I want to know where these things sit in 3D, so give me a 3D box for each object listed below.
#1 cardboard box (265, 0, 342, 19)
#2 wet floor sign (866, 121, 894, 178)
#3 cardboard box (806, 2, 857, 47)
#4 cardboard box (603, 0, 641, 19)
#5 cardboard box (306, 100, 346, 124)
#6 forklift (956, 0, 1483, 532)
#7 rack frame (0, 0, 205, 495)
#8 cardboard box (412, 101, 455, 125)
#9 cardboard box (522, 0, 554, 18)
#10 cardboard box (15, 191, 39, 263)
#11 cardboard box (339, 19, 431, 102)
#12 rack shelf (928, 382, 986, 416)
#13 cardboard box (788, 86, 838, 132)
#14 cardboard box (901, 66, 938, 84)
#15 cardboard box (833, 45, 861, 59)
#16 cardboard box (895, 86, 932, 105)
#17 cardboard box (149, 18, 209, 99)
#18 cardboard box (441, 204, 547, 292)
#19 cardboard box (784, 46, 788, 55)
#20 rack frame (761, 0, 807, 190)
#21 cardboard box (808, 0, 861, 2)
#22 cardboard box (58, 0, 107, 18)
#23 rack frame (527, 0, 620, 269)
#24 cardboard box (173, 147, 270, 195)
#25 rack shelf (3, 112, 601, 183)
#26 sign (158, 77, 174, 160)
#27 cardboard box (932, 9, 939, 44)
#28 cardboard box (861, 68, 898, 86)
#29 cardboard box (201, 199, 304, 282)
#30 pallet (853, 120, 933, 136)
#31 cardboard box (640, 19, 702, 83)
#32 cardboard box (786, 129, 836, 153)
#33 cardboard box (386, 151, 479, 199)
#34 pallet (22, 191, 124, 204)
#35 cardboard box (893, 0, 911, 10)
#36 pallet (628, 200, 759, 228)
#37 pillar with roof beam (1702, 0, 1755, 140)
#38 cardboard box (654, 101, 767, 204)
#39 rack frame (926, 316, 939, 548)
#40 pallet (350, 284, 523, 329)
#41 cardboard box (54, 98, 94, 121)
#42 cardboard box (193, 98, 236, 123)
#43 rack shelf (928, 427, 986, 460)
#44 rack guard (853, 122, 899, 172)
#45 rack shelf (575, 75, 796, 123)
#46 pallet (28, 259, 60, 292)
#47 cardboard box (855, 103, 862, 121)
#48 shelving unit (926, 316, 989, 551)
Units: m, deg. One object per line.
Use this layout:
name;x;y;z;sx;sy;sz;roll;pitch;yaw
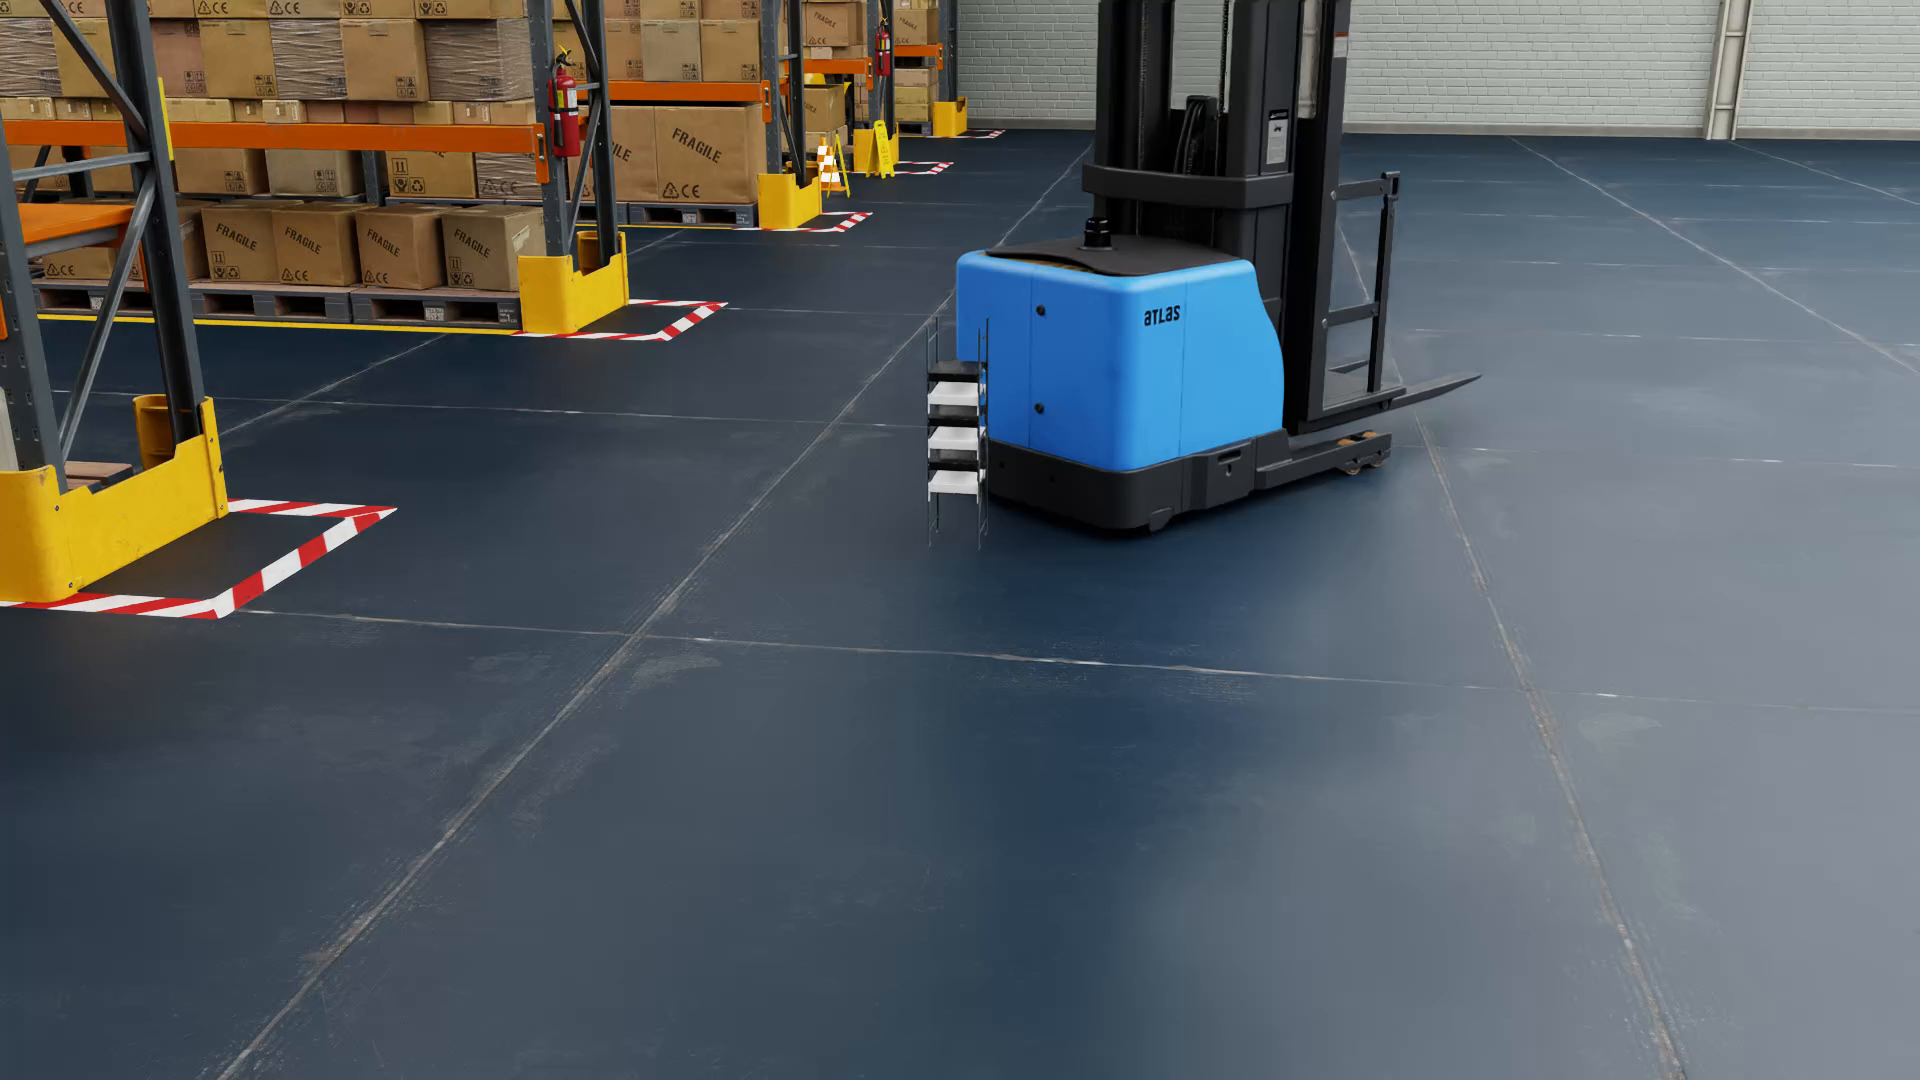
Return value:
cardboard box;-4.100;-3.603;10.643;0.500;0.500;0.500;3;19;9
wet floor sign;-0.940;-4.585;19.488;0.232;0.644;0.267;10;21;27
cardboard box;-1.537;-6.175;19.906;0.500;0.500;0.500;3;19;8
cardboard box;-3.092;-5.174;15.600;0.550;0.550;0.875;3;19;9
cardboard box;-4.081;-2.829;10.928;0.250;0.149;0.380;3;19;9
forklift;1.395;-1.798;7.558;3.031;2.935;1.130;-16;24;-40
rack frame;-3.315;-1.389;6.229;0.127;3.000;1.000;3;19;9
cardboard box;-3.346;-2.781;10.783;0.250;0.149;0.380;3;19;9
cardboard box;-3.029;-3.717;10.982;0.500;0.500;0.500;3;19;9
cardboard box;-7.082;-2.203;11.907;0.500;0.500;0.700;1;19;4
cardboard box;-3.581;-3.154;10.874;0.500;0.500;0.875;3;19;9
rack shelf;-0.008;-0.566;6.615;0.200;0.077;0.258;3;19;9
cardboard box;-1.790;-5.255;20.272;0.500;0.500;0.500;3;19;9
cardboard box;-0.619;-7.054;25.254;0.500;0.250;0.500;3;19;8
cardboard box;-1.361;-5.879;20.041;0.250;0.149;0.380;4;19;10
cardboard box;-0.704;-6.660;24.864;0.500;0.250;0.500;3;19;8
cardboard box;-5.047;-3.259;11.190;0.500;0.500;0.875;3;19;9
cardboard box;-3.144;-1.992;11.306;0.500;0.500;0.500;7;20;19
cardboard box;-2.137;-5.880;20.044;0.250;0.149;0.380;3;19;10
rack frame;-1.643;-4.490;15.495;0.127;3.000;1.000;3;19;9
cardboard box;-1.497;-6.666;19.796;0.500;0.500;0.700;2;19;7
cardboard box;-5.581;-3.678;10.867;0.500;0.500;0.500;3;19;9
rack frame;-2.530;-2.941;10.866;0.127;3.000;1.000;3;19;9
cardboard box;-7.171;-3.876;16.545;0.750;0.750;1.050;3;19;9
rack shelf;-4.504;-2.701;11.281;4.000;0.370;1.077;3;19;9
sign;-3.224;-1.693;6.699;0.005;0.325;0.100;3;19;9
cardboard box;-0.619;-7.760;25.112;0.500;0.500;0.500;4;19;10
cardboard box;-1.183;-6.920;24.853;0.500;0.250;0.500;3;19;10
cardboard box;-4.898;-2.090;11.601;0.500;0.500;0.500;1;19;4
pallet;-0.936;-6.304;25.311;1.213;0.211;1.003;3;19;9
cardboard box;-2.563;-4.586;15.547;0.550;0.550;0.875;3;19;9
cardboard box;-1.822;-4.899;20.388;0.500;0.250;0.500;3;19;8
cardboard box;-4.983;-3.829;16.207;0.875;0.875;0.875;3;19;9
pallet;-8.775;-3.507;16.952;1.213;0.211;1.003;3;19;9
cardboard box;-0.818;-7.889;24.475;0.250;0.149;0.380;3;19;10
pallet;-2.445;-3.183;15.985;1.213;0.211;1.003;3;19;9
pillar with roof beam;10.447;-8.811;18.954;0.400;9.000;9.100;3;19;9
cardboard box;-2.323;-3.695;15.806;0.875;0.875;0.875;3;19;9
rack frame;-0.108;-0.432;6.677;0.006;0.900;0.240;3;19;9
pallet;-3.401;-1.675;11.475;1.213;0.211;1.003;3;19;9
cardboard box;-5.818;-2.898;11.132;0.250;0.149;0.380;3;19;9
cardboard box;-4.831;-2.847;10.981;0.250;0.149;0.380;3;19;9
rack shelf;-0.008;-0.396;6.672;0.200;0.077;0.258;3;19;9
rack guard;-1.033;-4.864;20.553;0.348;0.500;1.175;3;19;9
rack shelf;-3.618;-4.250;15.910;4.000;0.370;1.077;3;19;9
pallet;-7.248;-1.859;12.026;1.213;0.211;1.003;3;19;9
cardboard box;-1.670;-6.477;25.105;0.500;0.250;0.500;3;19;9
shelving unit;-0.008;-0.427;6.662;0.210;0.900;0.258;3;19;9
